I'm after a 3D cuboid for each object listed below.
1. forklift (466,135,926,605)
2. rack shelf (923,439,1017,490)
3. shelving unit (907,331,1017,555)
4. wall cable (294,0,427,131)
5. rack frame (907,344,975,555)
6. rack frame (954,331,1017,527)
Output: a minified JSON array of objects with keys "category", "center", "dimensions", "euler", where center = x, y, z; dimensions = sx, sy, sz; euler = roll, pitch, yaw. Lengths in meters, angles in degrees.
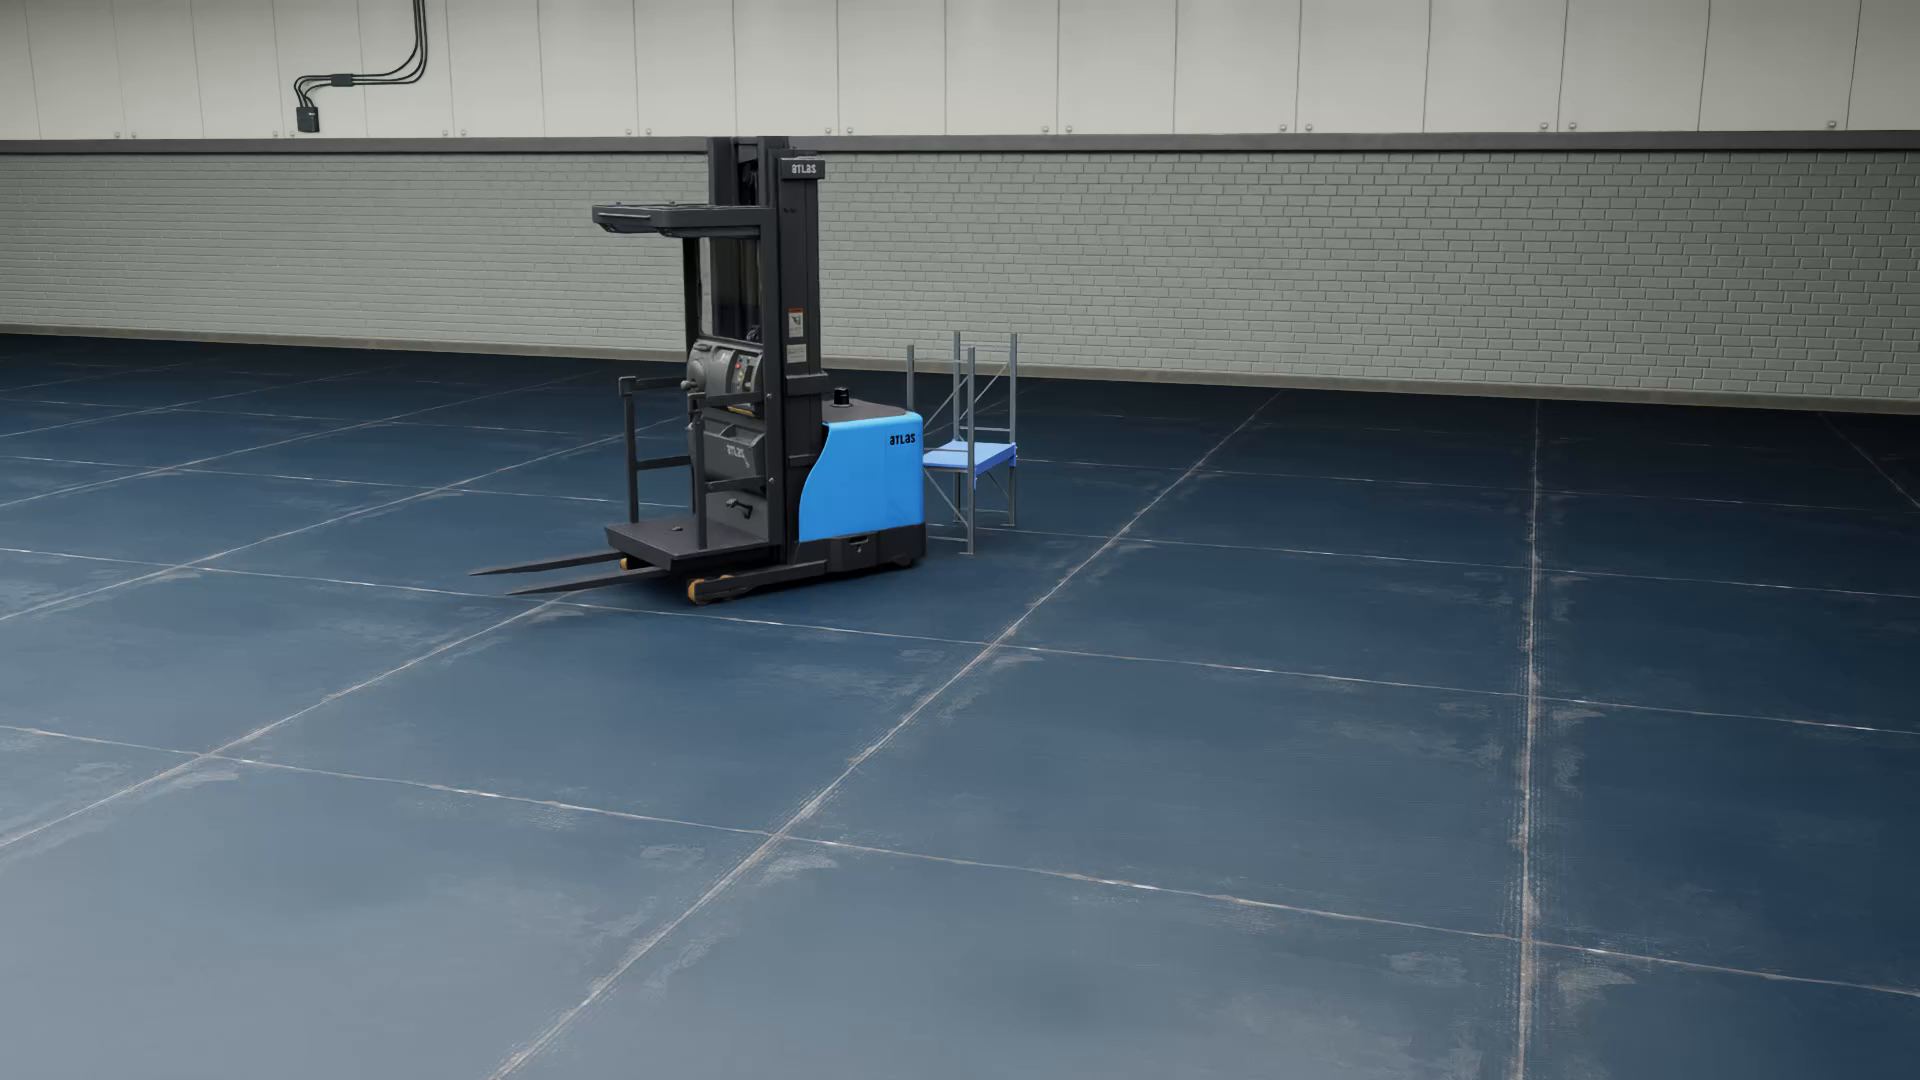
[{"category":"forklift","center":[-1.728,-1.145,10.919],"dimensions":[3.031,2.935,1.130],"euler":[-9,16,-35]},{"category":"rack shelf","center":[0.028,-0.574,12.440],"dimensions":[0.538,0.185,1.000],"euler":[4,14,18]},{"category":"shelving unit","center":[0.028,-0.749,12.400],"dimensions":[0.538,1.500,1.048],"euler":[4,14,18]},{"category":"wall cable","center":[-8.722,-8.913,23.674],"dimensions":[2.305,6.003,0.169],"euler":[4,14,18]},{"category":"rack frame","center":[-0.137,-0.642,11.931],"dimensions":[0.500,1.500,0.032],"euler":[4,14,18]},{"category":"rack frame","center":[0.192,-0.856,12.869],"dimensions":[0.500,1.500,0.032],"euler":[4,14,18]}]
